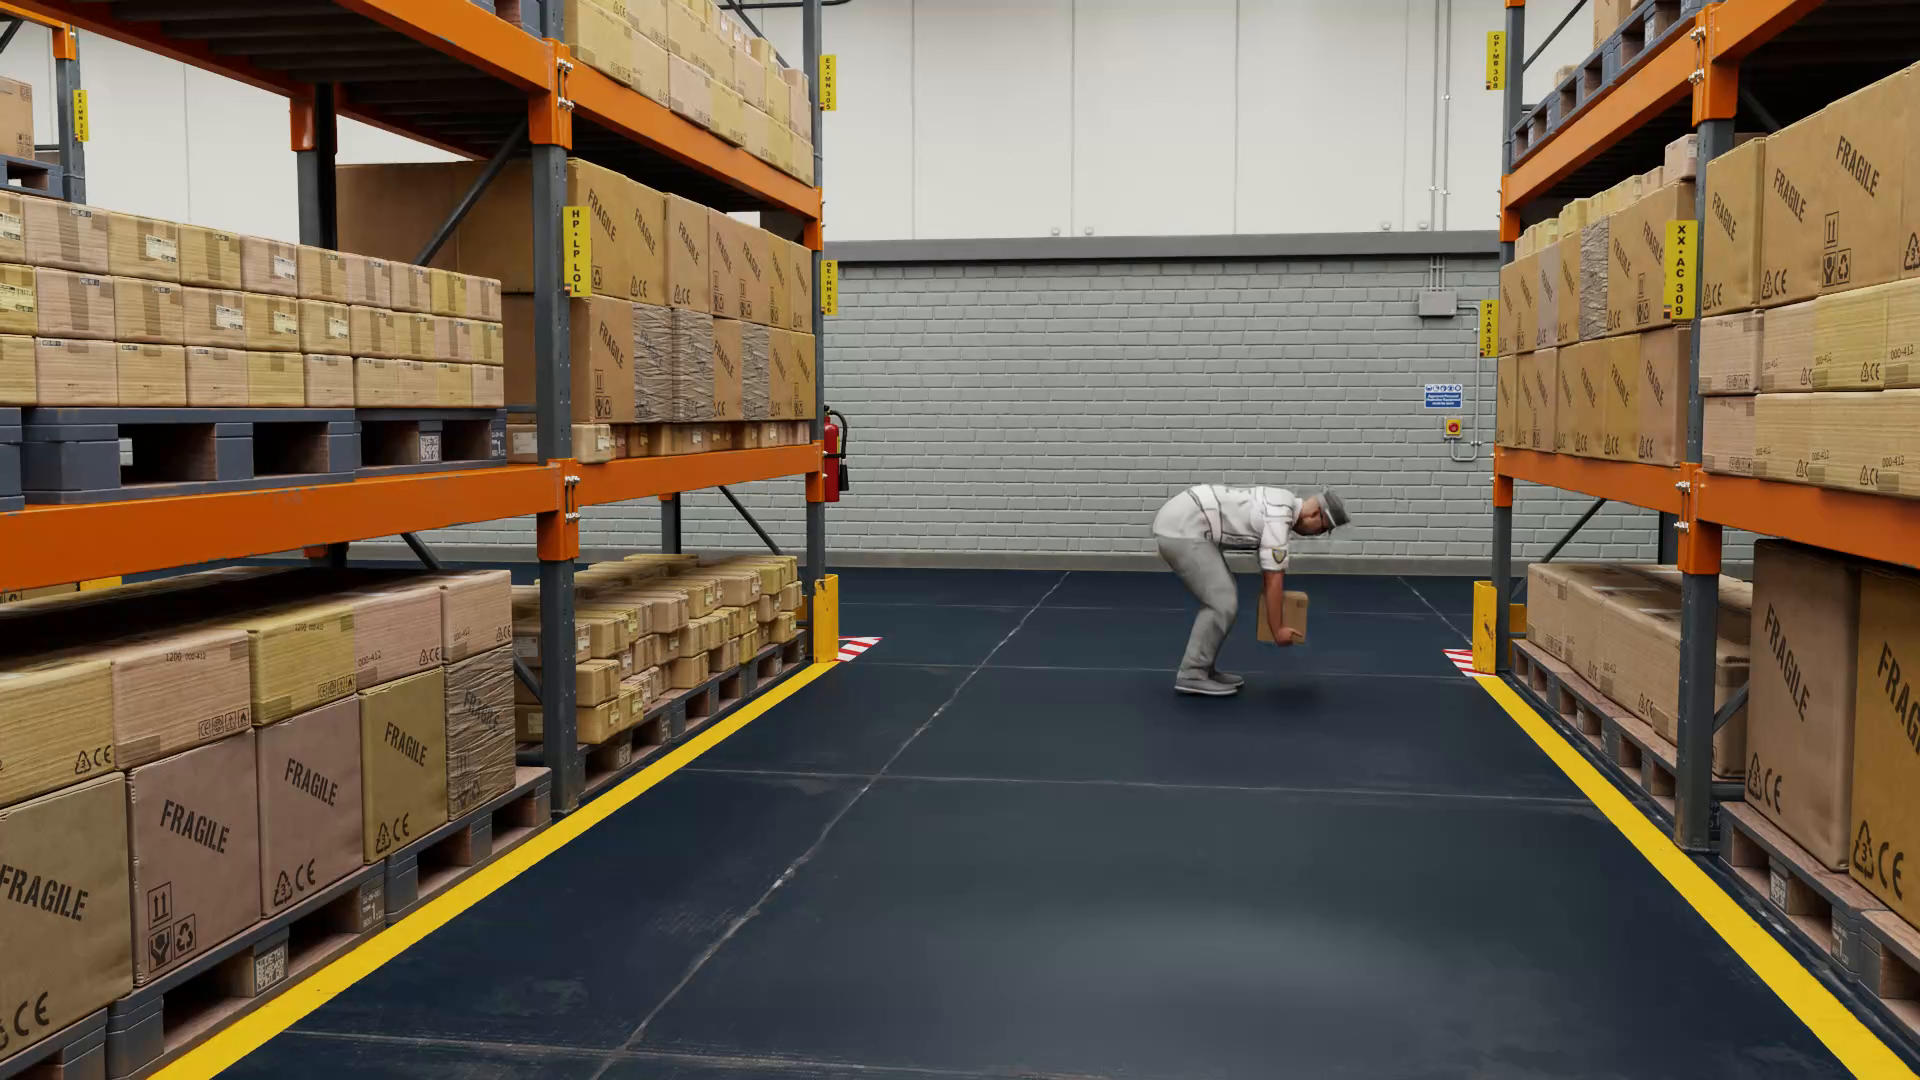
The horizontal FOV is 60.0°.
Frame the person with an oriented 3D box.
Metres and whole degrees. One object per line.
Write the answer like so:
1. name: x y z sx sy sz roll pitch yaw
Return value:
1. person: 1.551 0.261 8.888 1.045 1.113 0.490 1 4 7
